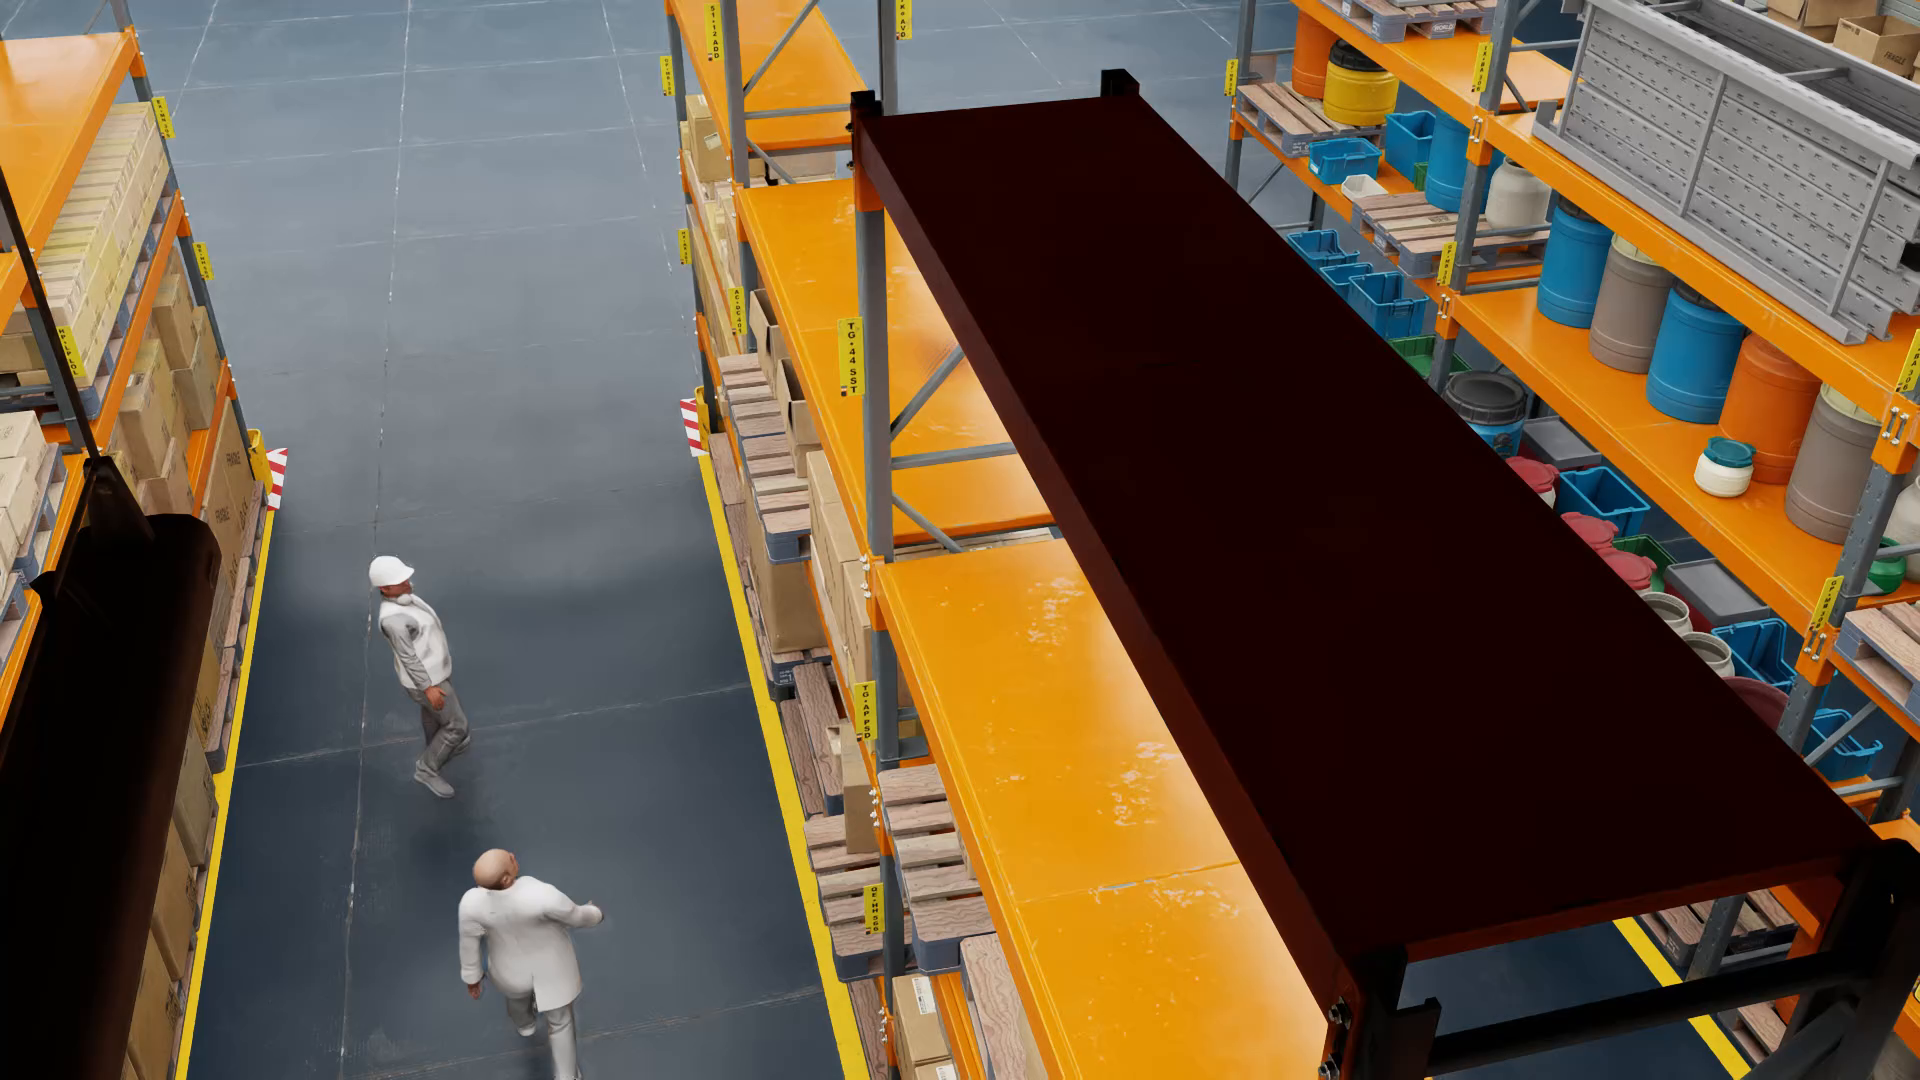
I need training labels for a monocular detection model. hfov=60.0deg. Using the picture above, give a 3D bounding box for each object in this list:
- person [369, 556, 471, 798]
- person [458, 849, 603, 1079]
[{"bbox_3d":[-3.539,0.875,10.994,0.431,1.762,0.632,-16,37,-22],"label":"person"},{"bbox_3d":[-2.312,2.211,9.018,0.795,1.721,1.055,-14,37,-19],"label":"person"}]
